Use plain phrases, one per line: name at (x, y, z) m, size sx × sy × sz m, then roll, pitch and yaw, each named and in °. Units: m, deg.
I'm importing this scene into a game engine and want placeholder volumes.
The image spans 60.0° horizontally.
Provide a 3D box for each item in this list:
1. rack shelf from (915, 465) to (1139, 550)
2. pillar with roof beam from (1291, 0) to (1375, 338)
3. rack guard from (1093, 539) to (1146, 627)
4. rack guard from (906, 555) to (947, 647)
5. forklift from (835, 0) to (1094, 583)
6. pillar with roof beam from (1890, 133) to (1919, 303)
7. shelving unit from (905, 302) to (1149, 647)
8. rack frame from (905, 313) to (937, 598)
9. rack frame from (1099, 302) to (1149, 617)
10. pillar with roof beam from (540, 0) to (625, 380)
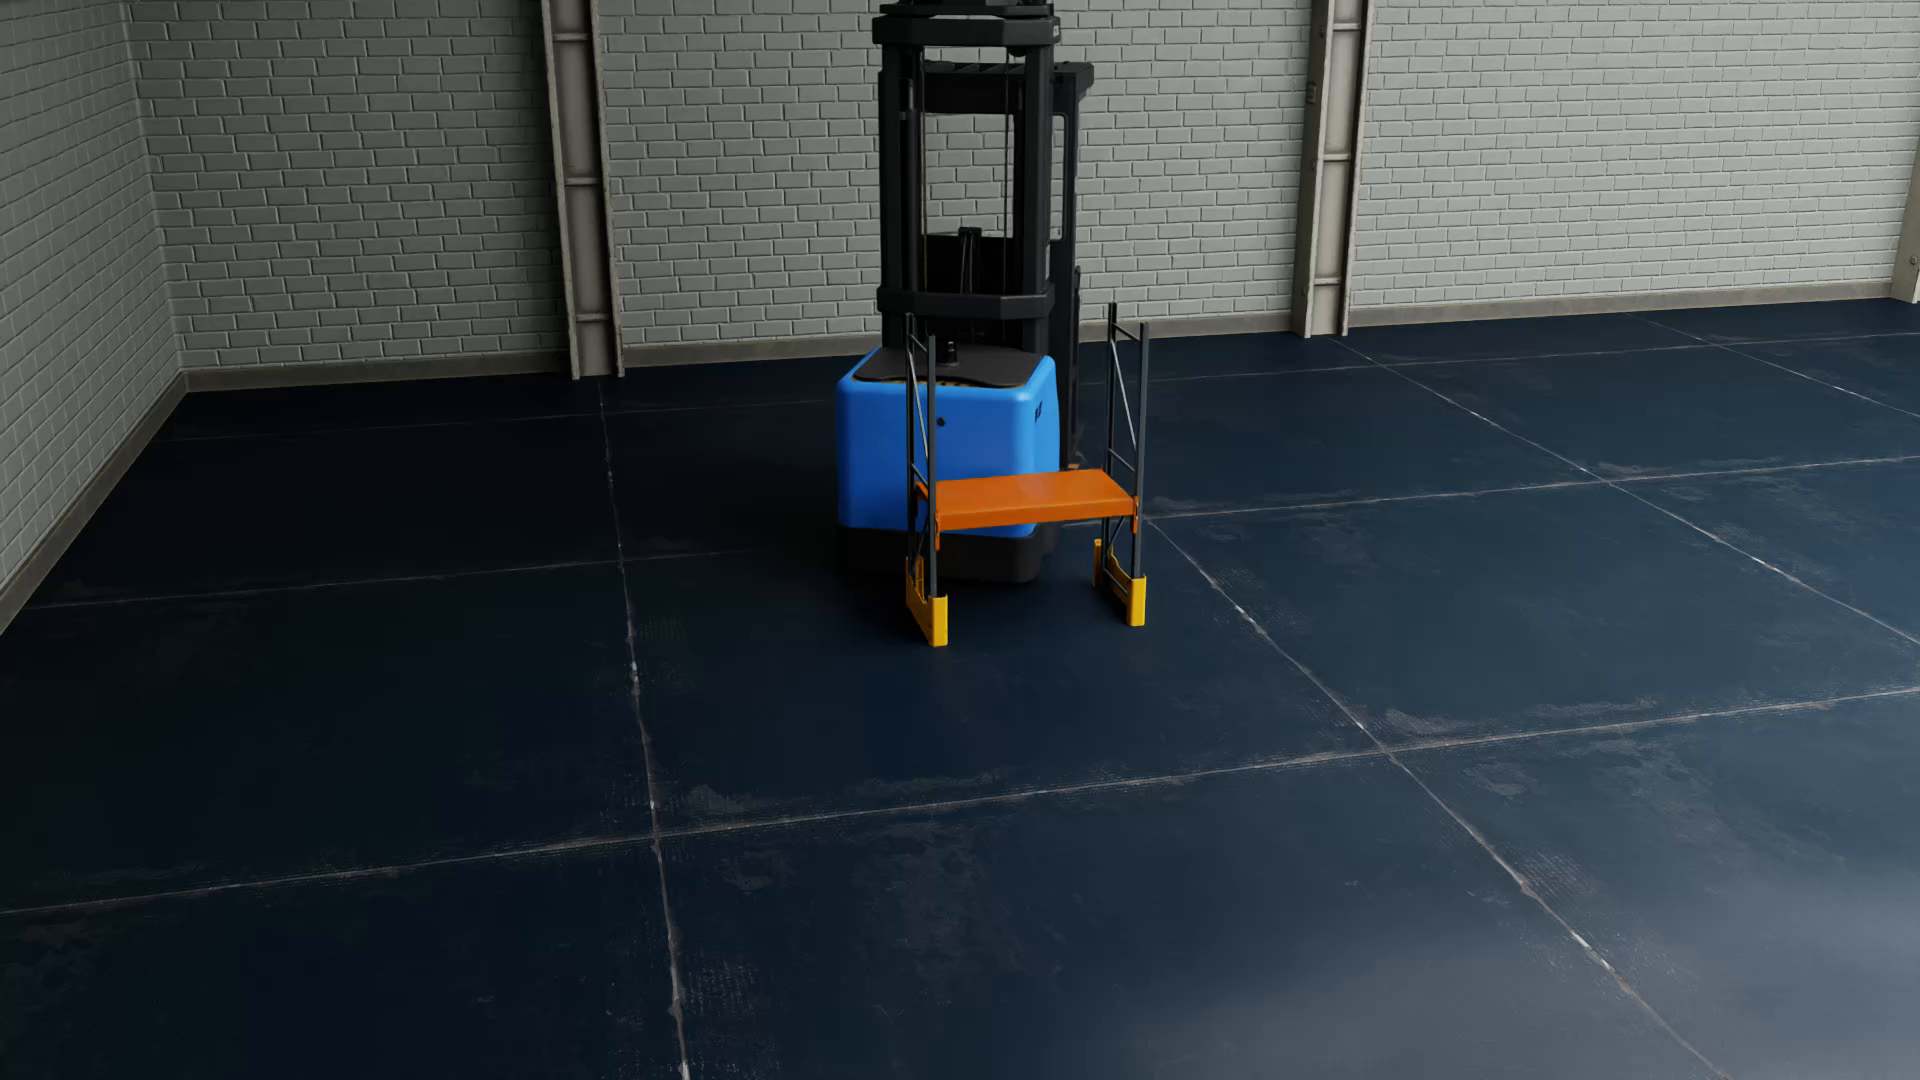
rack shelf at (0.307, -0.165, 8.107) m, size 1.000 × 0.185 × 0.538 m, roll -5°, pitch 21°, yaw -13°
pillar with roof beam at (4.034, -4.547, 8.643) m, size 0.400 × 9.000 × 9.100 m, roll -5°, pitch 21°, yaw -12°
rack guard at (0.799, 0.211, 8.376) m, size 0.087 × 0.250 × 0.587 m, roll -5°, pitch 21°, yaw -13°
rack guard at (-0.167, 0.294, 8.149) m, size 0.087 × 0.250 × 0.587 m, roll -5°, pitch 21°, yaw -13°
forklift at (0.147, -1.628, 9.497) m, size 1.130 × 2.935 × 3.031 m, roll 4°, pitch 20°, yaw 11°
pillar with roof beam at (9.873, -5.021, 9.940) m, size 0.400 × 9.000 × 9.100 m, roll -5°, pitch 21°, yaw -12°
shelving unit at (0.316, -0.334, 8.047) m, size 1.083 × 1.500 × 0.587 m, roll -5°, pitch 21°, yaw -13°
rack frame at (-0.186, -0.291, 7.929) m, size 0.032 × 1.500 × 0.500 m, roll -5°, pitch 21°, yaw -13°
rack frame at (0.800, -0.376, 8.161) m, size 0.032 × 1.500 × 0.500 m, roll -5°, pitch 21°, yaw -13°
pillar with roof beam at (-1.805, -4.072, 7.347) m, size 0.400 × 9.000 × 9.100 m, roll -5°, pitch 21°, yaw -12°
